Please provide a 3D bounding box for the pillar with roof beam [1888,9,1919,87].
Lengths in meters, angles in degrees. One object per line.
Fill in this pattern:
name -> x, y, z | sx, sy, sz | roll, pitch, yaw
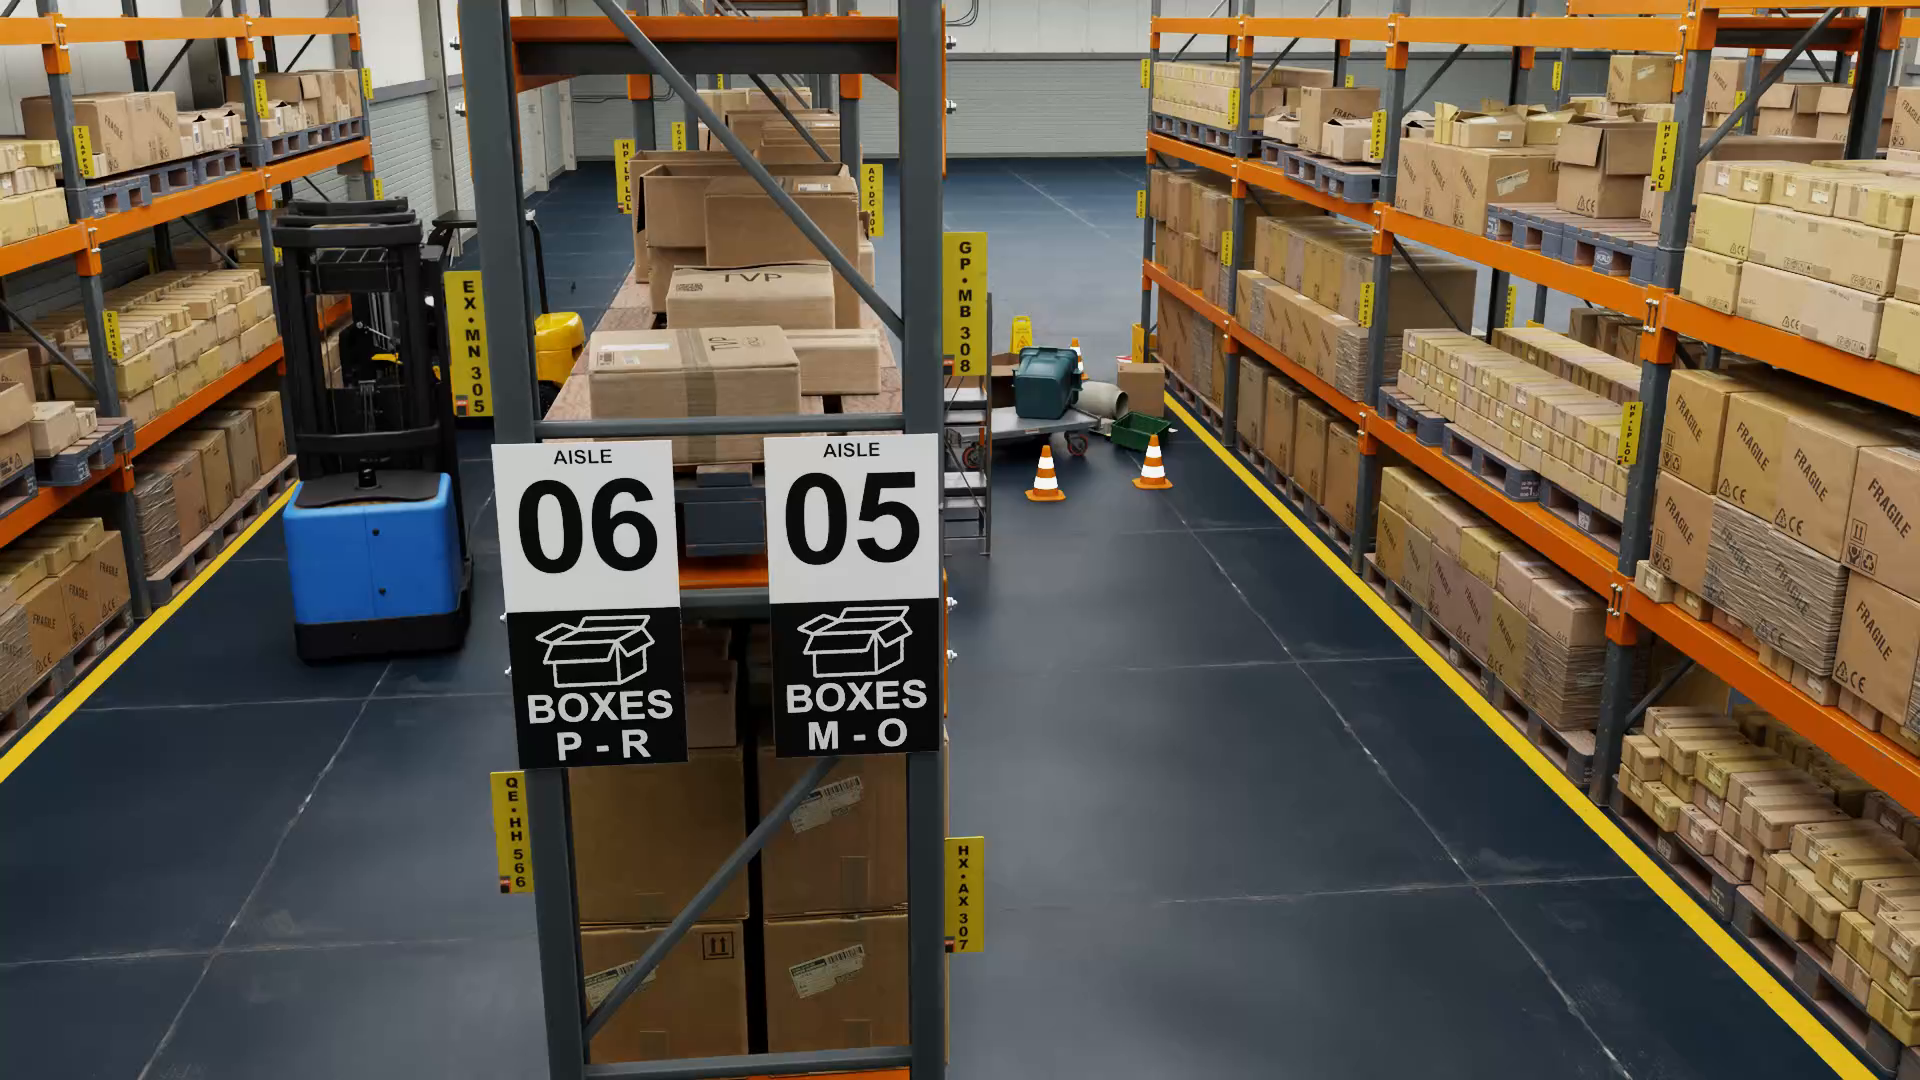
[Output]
pillar with roof beam -> 17.240, -12.074, 37.113 | 9.100, 9.000, 0.400 | -2, 18, -6

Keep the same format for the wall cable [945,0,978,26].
wall cable -> -0.592, -17.639, 49.161 | 2.305, 6.003, 0.169 | -2, 18, -6

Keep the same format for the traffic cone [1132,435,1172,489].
traffic cone -> 1.770, -0.734, 15.241 | 0.336, 0.463, 0.334 | -2, 18, -6

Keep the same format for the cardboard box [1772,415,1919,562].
cardboard box -> 3.853, -0.226, 7.057 | 0.500, 0.500, 0.500 | -1, 17, -5

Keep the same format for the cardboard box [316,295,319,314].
cardboard box -> -6.573, -2.395, 16.132 | 0.500, 0.500, 0.500 | -1, 17, -5

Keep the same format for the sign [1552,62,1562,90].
sign -> 7.125, -5.536, 19.837 | 0.100, 0.325, 0.005 | -2, 18, -6

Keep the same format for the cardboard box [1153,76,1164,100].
cardboard box -> 2.516, -5.180, 19.046 | 0.500, 0.250, 0.500 | -2, 18, -6

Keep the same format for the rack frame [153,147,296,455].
rack frame -> -6.716, -2.053, 15.207 | 1.000, 3.000, 0.127 | -2, 18, -6

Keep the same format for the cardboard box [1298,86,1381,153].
cardboard box -> 3.088, -3.435, 13.566 | 0.500, 0.500, 0.500 | -2, 18, -6

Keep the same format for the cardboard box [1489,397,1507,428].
cardboard box -> 3.562, -0.807, 10.460 | 0.380, 0.149, 0.250 | -1, 17, -4

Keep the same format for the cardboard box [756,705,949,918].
cardboard box -> -0.308, 0.692, 4.630 | 0.500, 0.500, 0.500 | -2, 18, -7

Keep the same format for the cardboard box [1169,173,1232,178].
cardboard box -> 2.869, -3.896, 19.025 | 0.875, 0.550, 0.550 | -2, 18, -6

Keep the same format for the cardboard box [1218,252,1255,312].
cardboard box -> 3.084, -2.571, 16.609 | 0.875, 0.550, 0.550 | -2, 18, -6

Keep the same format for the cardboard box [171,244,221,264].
cardboard box -> -7.050, -2.637, 15.324 | 0.380, 0.149, 0.250 | -2, 18, -6

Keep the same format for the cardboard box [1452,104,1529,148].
cardboard box -> 3.432, -2.685, 10.769 | 0.396, 0.266, 0.258 | -2, 18, -6

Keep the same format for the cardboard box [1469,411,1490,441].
cardboard box -> 3.530, -0.744, 10.758 | 0.380, 0.149, 0.250 | -2, 17, -5

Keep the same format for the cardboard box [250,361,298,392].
cardboard box -> -6.454, -1.572, 15.896 | 0.500, 0.250, 0.500 | -2, 18, -6

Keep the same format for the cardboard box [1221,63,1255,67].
cardboard box -> 3.144, -5.281, 18.703 | 0.380, 0.149, 0.250 | -1, 17, -5

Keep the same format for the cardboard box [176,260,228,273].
cardboard box -> -7.005, -2.498, 15.375 | 0.380, 0.149, 0.250 | -2, 18, -6

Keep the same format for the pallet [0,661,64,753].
pallet -> -6.142, 1.056, 9.962 | 1.003, 0.211, 1.213 | -2, 18, -6

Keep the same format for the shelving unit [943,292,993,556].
shelving unit -> 0.017, -0.952, 13.205 | 0.431, 2.100, 0.503 | -2, 18, -6

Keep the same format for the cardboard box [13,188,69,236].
cardboard box -> -6.009, -2.075, 10.521 | 0.500, 0.250, 0.500 | -2, 18, -7

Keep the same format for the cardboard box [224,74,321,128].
cardboard box -> -6.812, -4.365, 16.524 | 0.797, 0.503, 0.637 | -1, 17, -4

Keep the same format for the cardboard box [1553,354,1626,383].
cardboard box -> 4.154, -1.126, 10.982 | 0.380, 0.149, 0.250 | -2, 18, -6

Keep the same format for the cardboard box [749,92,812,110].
cardboard box -> -1.466, -3.533, 13.631 | 0.500, 0.250, 0.500 | -1, 17, -5

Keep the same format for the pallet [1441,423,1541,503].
pallet -> 3.791, -0.518, 10.640 | 1.003, 0.211, 1.213 | -2, 18, -6

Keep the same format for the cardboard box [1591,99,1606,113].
cardboard box -> 7.543, -5.014, 19.217 | 0.380, 0.149, 0.250 | -2, 18, -7

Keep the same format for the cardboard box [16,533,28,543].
cardboard box -> -6.539, 0.266, 11.295 | 0.500, 0.500, 0.500 | -1, 17, -4

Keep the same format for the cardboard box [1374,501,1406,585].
cardboard box -> 3.365, 0.013, 12.101 | 0.500, 0.500, 0.500 | -3, 18, -8

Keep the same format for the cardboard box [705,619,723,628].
cardboard box -> -0.924, 0.208, 5.089 | 0.380, 0.149, 0.250 | -1, 17, -4

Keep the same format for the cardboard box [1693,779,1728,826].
cardboard box -> 3.854, 1.273, 8.175 | 0.380, 0.149, 0.250 | -2, 18, -6

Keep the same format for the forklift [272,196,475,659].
forklift -> -4.224, -1.019, 12.029 | 1.130, 2.935, 3.031 | -4, 18, -13

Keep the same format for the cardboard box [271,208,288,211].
cardboard box -> -7.342, -3.556, 18.248 | 0.380, 0.149, 0.250 | -1, 17, -4

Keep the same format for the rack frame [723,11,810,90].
rack frame -> -2.192, -6.261, 18.597 | 1.000, 3.000, 0.127 | -2, 18, -6

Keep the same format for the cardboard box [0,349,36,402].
cardboard box -> -6.406, -0.951, 10.830 | 0.500, 0.500, 0.500 | -1, 17, -3

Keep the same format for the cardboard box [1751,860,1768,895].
cardboard box -> 3.920, 1.577, 7.706 | 0.380, 0.149, 0.250 | -3, 18, -8

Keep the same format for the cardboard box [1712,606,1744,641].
cardboard box -> 3.843, 0.360, 7.941 | 0.380, 0.149, 0.250 | -3, 18, -8

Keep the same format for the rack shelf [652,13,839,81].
rack shelf -> -1.161, -2.748, 9.274 | 1.077, 0.370, 4.000 | -2, 18, -6

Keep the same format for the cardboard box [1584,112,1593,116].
cardboard box -> 7.458, -4.913, 19.561 | 0.500, 0.250, 0.500 | -1, 17, -4

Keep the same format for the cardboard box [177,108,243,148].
cardboard box -> -6.399, -3.481, 14.031 | 0.500, 0.311, 0.500 | -2, 18, -7

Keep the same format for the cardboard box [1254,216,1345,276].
cardboard box -> 3.191, -2.767, 15.647 | 0.700, 0.500, 0.500 | -2, 18, -7

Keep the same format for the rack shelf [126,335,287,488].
rack shelf -> -6.510, -1.113, 13.417 | 1.077, 0.370, 4.000 | -2, 18, -6

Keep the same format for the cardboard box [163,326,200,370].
cardboard box -> -6.193, -1.473, 12.778 | 0.500, 0.250, 0.500 | -2, 18, -7

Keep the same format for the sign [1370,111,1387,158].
sign -> 2.993, -2.899, 11.901 | 0.100, 0.325, 0.005 | -2, 18, -6

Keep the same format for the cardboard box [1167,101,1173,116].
cardboard box -> 2.516, -4.803, 18.512 | 0.380, 0.149, 0.250 | -2, 18, -5

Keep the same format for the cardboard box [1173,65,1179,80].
cardboard box -> 2.543, -5.109, 18.156 | 0.380, 0.149, 0.250 | -2, 18, -7

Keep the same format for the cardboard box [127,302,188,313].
cardboard box -> -6.310, -1.781, 13.092 | 0.380, 0.149, 0.250 | -2, 18, -6

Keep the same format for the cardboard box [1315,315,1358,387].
cardboard box -> 3.183, -1.521, 13.346 | 0.500, 0.500, 0.500 | -2, 18, -6

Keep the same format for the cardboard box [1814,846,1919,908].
cardboard box -> 3.924, 1.445, 7.132 | 0.380, 0.149, 0.250 | -2, 18, -5

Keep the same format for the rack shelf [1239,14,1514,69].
rack shelf -> 3.340, -4.122, 13.653 | 1.077, 0.370, 4.000 | -2, 18, -6

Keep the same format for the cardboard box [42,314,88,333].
cardboard box -> -6.687, -1.613, 12.559 | 0.380, 0.149, 0.250 | -2, 18, -6

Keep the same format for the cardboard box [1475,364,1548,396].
cardboard box -> 3.538, -1.027, 10.667 | 0.380, 0.149, 0.250 | -1, 17, -4

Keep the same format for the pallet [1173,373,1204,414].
pallet -> 3.004, -1.653, 18.590 | 1.003, 0.211, 1.213 | -2, 18, -6

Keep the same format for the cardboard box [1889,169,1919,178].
cardboard box -> 4.367, -1.560, 7.381 | 0.380, 0.149, 0.250 | -2, 18, -6
